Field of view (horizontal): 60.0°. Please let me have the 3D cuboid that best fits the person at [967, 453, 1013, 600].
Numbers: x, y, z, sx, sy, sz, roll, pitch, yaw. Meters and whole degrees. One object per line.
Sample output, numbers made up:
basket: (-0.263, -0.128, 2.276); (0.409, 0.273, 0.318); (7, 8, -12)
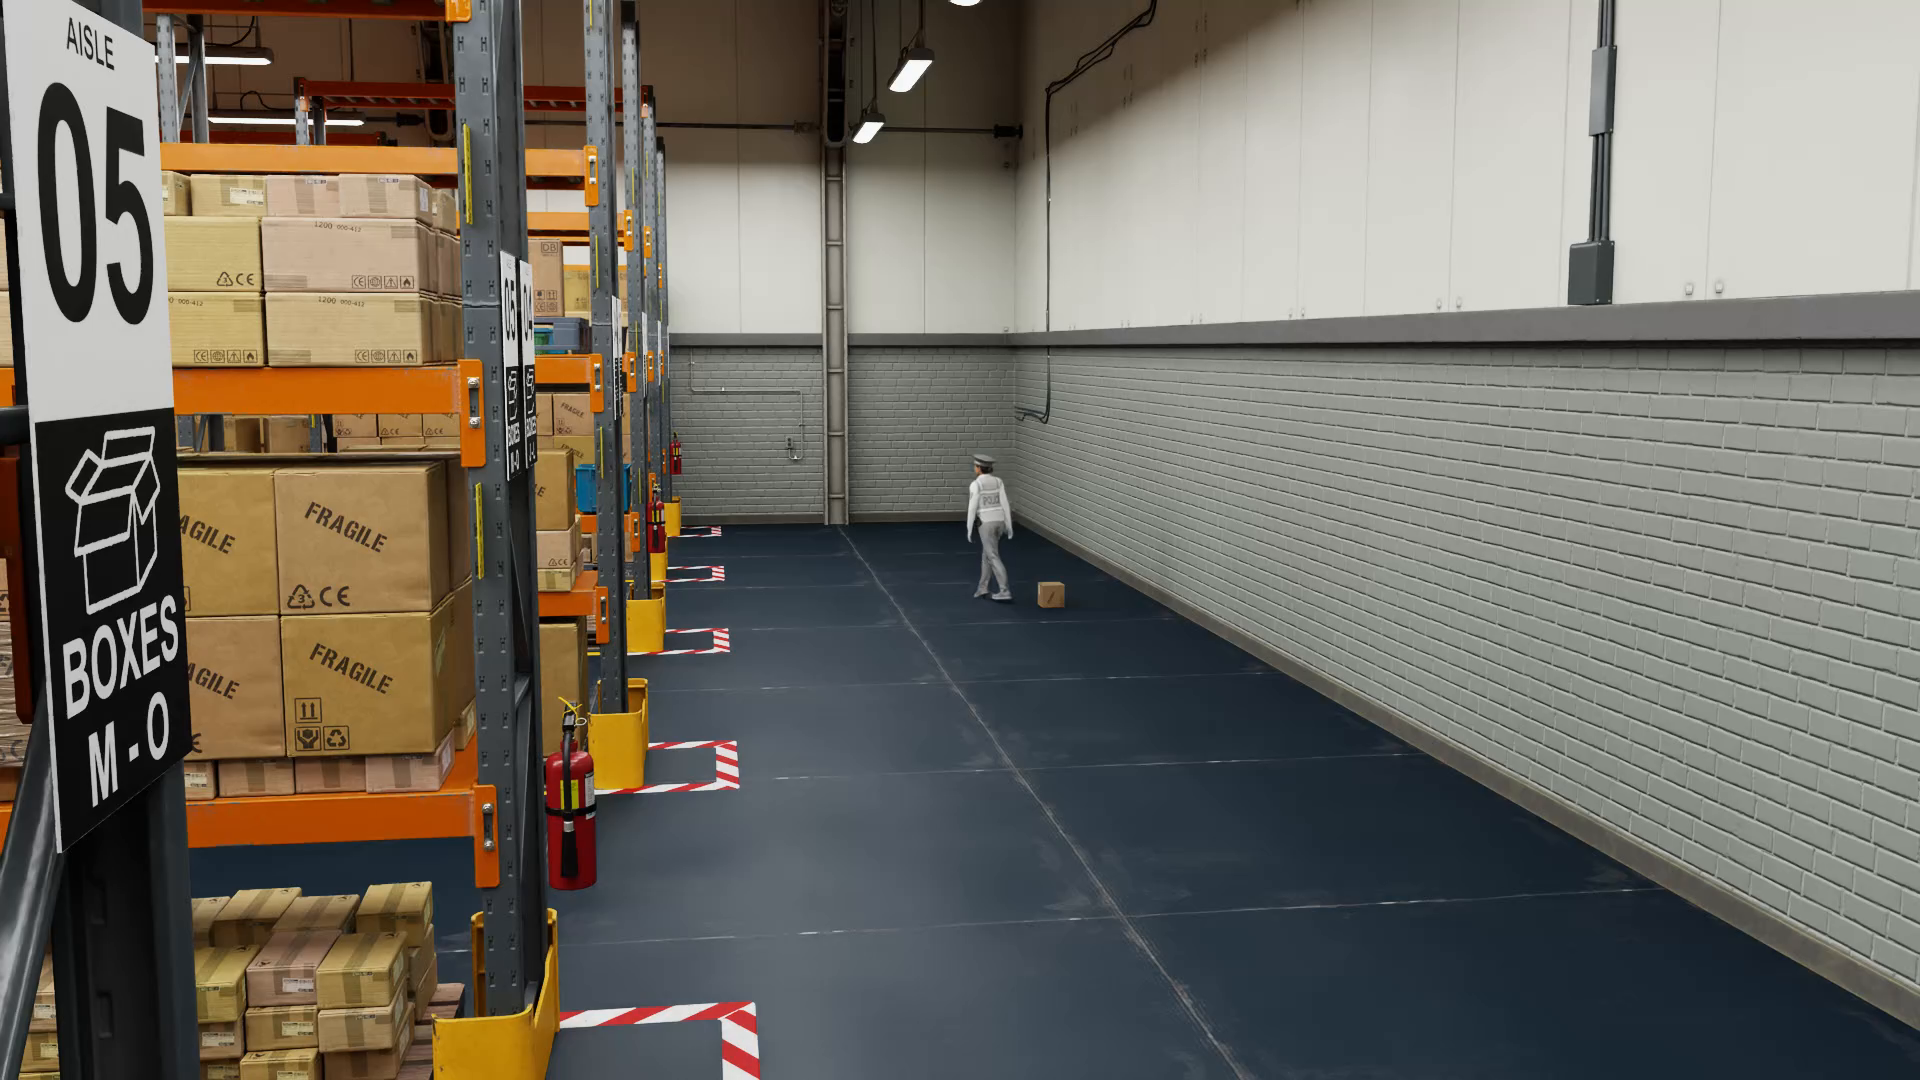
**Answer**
person: (0.307, -0.132, 18.877); (0.508, 1.695, 0.715); (-7, 9, -45)
